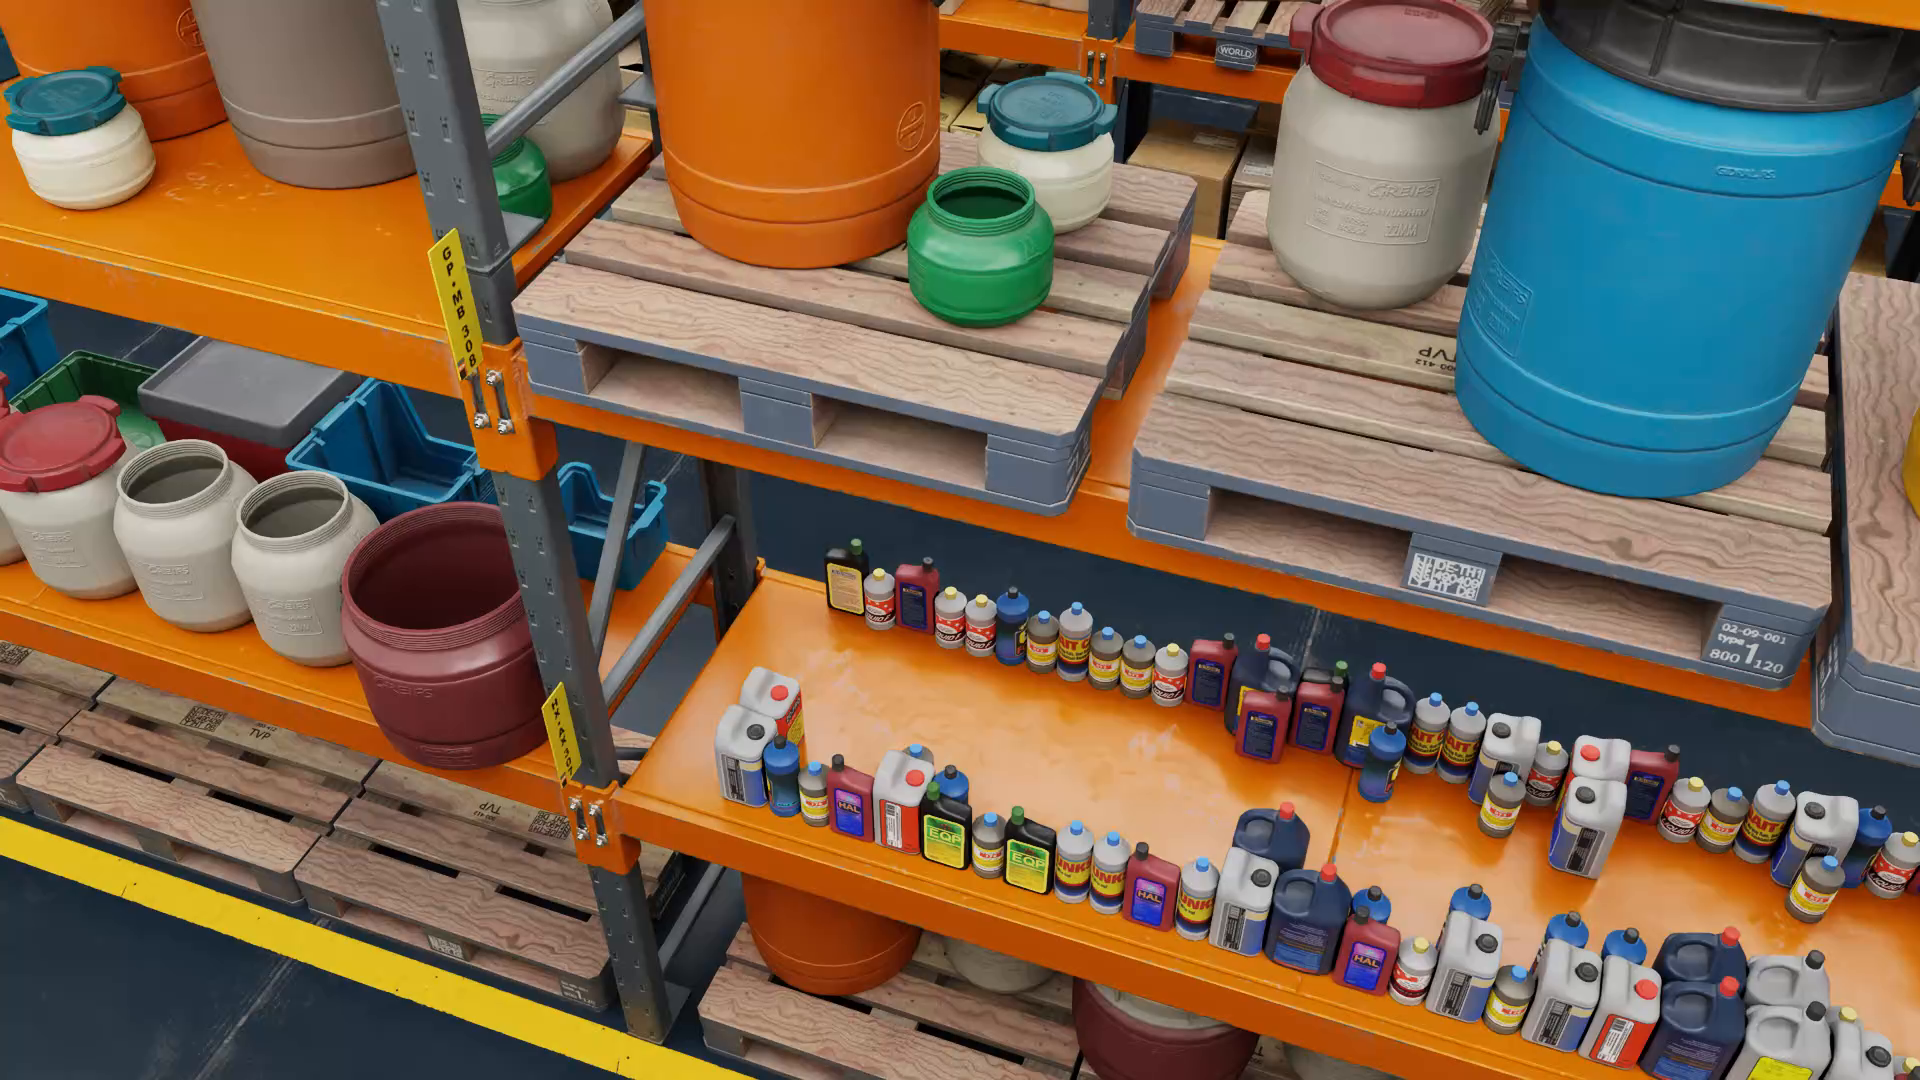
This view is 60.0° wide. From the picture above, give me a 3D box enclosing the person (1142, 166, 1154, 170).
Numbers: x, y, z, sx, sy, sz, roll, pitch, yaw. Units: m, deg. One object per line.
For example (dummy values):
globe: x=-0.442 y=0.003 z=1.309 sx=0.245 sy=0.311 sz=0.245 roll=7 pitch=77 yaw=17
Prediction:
person: x=0.738 y=-0.870 z=7.125 sx=0.446 sy=1.601 sz=0.359 roll=13 pitch=44 yaw=14
